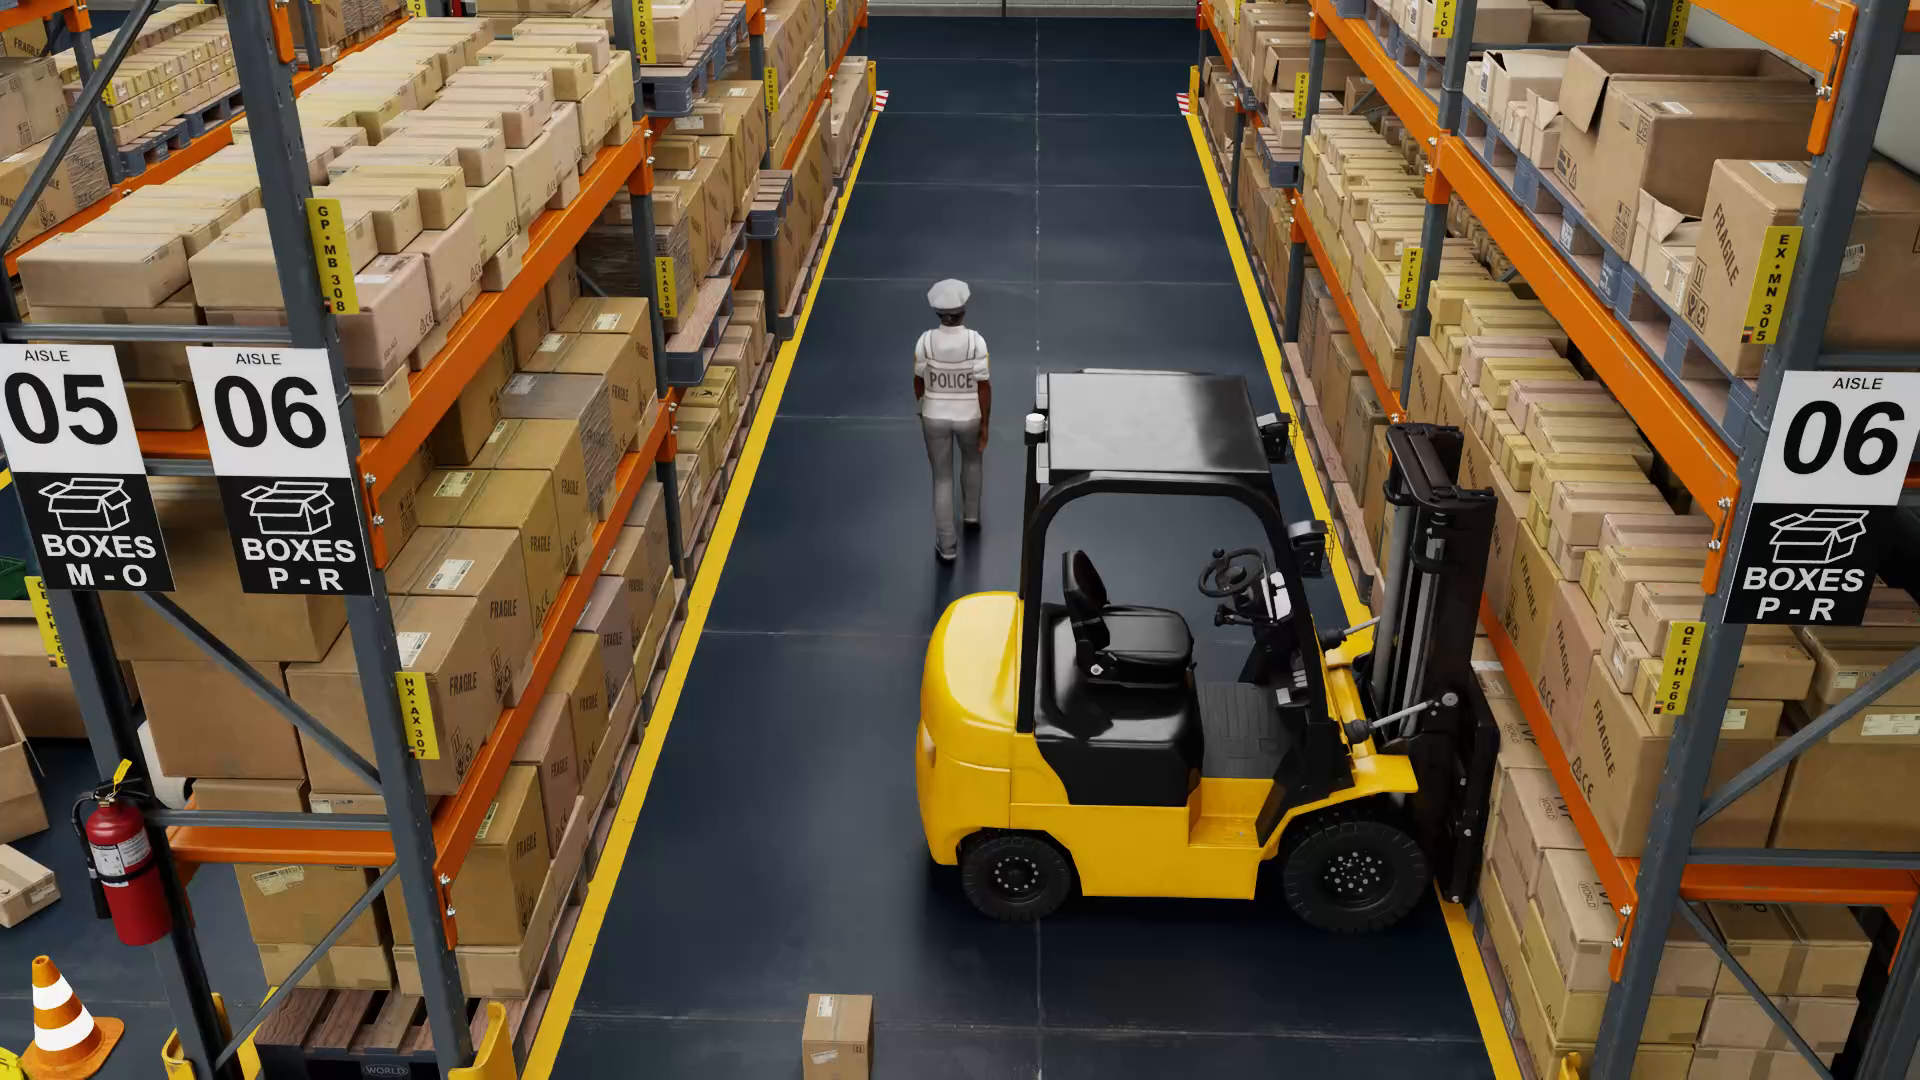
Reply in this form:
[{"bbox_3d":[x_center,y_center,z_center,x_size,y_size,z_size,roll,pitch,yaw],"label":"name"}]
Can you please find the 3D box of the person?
[{"bbox_3d":[-0.047,-0.726,9.979,0.458,1.733,0.702,-1,28,-1],"label":"person"}]
